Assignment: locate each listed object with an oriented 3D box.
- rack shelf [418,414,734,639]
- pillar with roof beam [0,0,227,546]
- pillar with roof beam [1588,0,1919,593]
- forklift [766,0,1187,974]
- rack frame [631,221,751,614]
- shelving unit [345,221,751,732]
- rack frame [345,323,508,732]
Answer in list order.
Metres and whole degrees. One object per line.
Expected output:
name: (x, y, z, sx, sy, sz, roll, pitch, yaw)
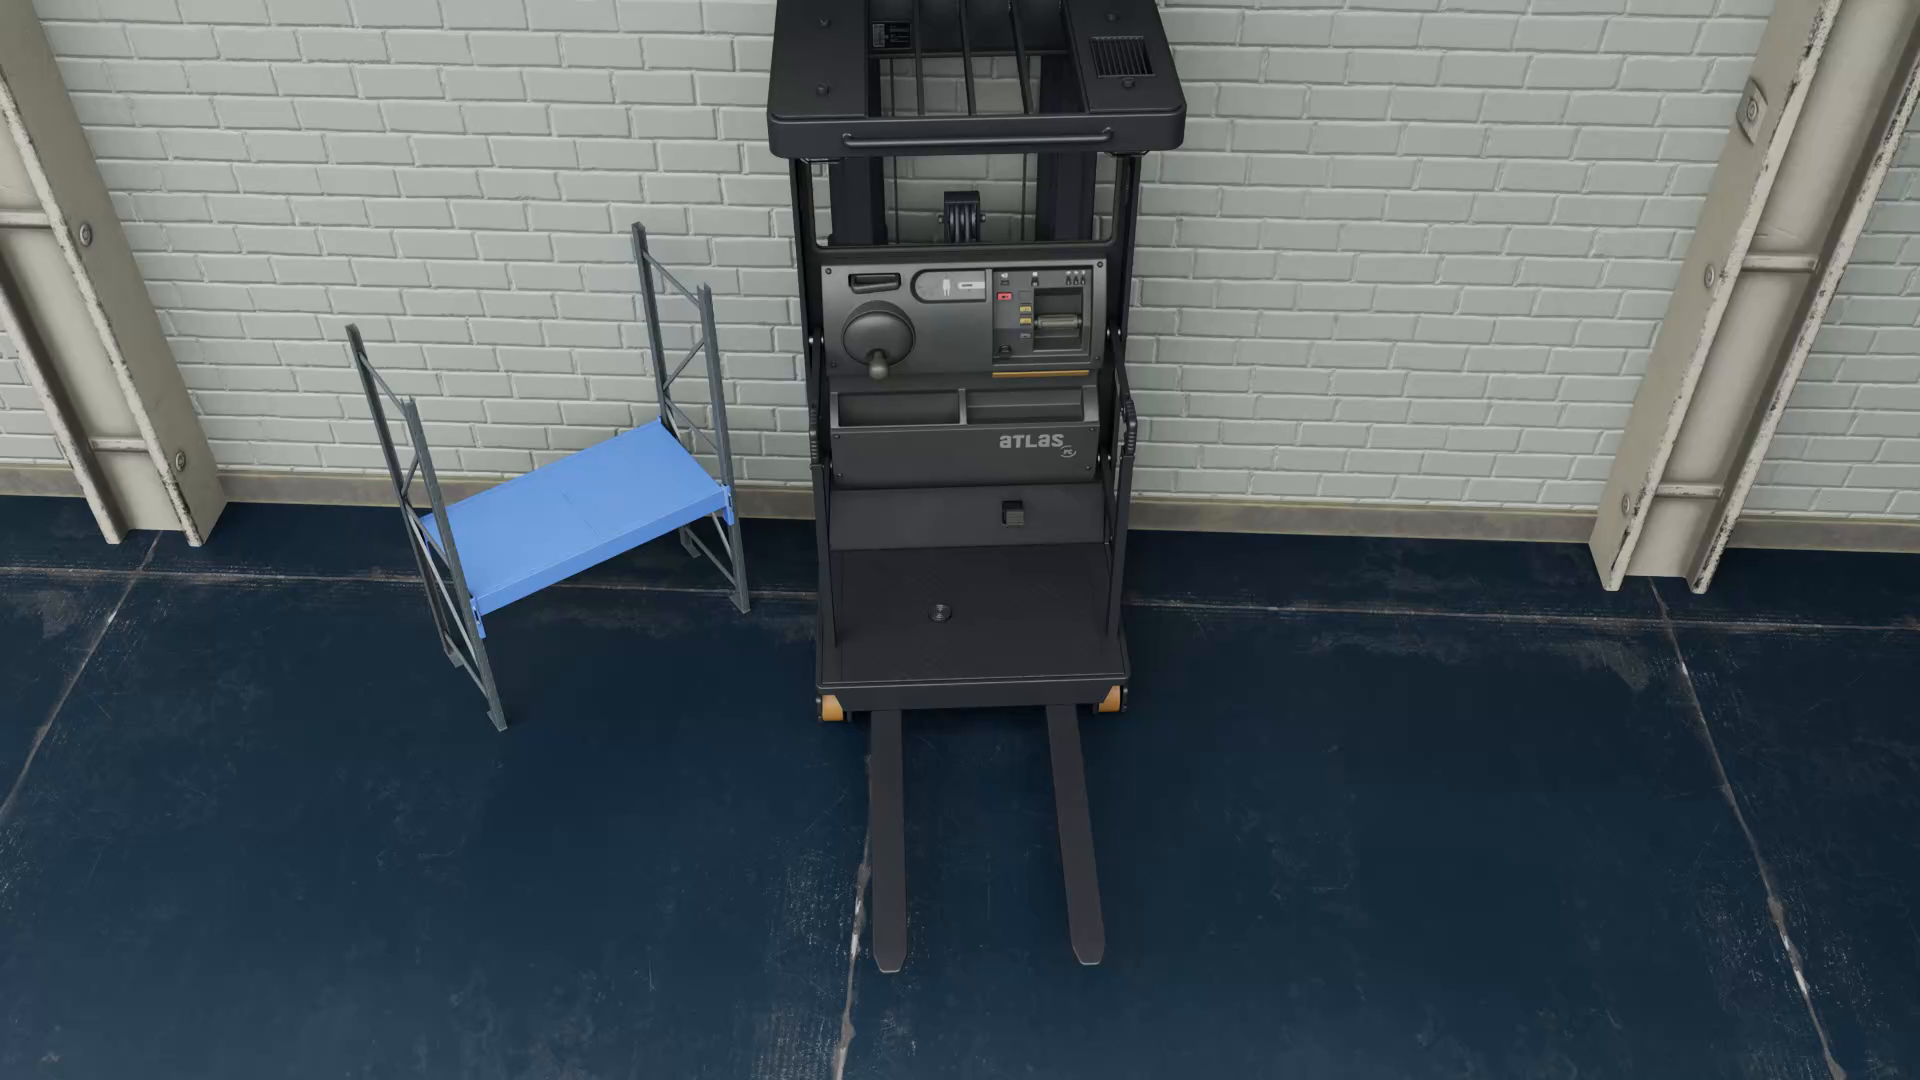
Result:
rack shelf: (-1.384, -0.070, 5.989, 1.000, 0.185, 0.538, -26, 49, -25)
pillar with roof beam: (-3.448, -0.447, 0.628, 0.400, 9.000, 9.100, 2, 43, 2)
pillar with roof beam: (2.546, -0.263, 0.430, 0.400, 9.000, 9.100, 2, 43, 2)
forklift: (0.027, -0.644, 5.291, 1.130, 2.935, 3.031, -2, 43, -2)
rack frame: (-0.972, -0.405, 6.084, 0.032, 1.500, 0.500, -26, 49, -25)
shelving unit: (-1.384, -0.202, 5.866, 1.048, 1.500, 0.538, -26, 49, -25)
rack frame: (-1.795, 0.002, 5.648, 0.032, 1.500, 0.500, -26, 49, -25)
